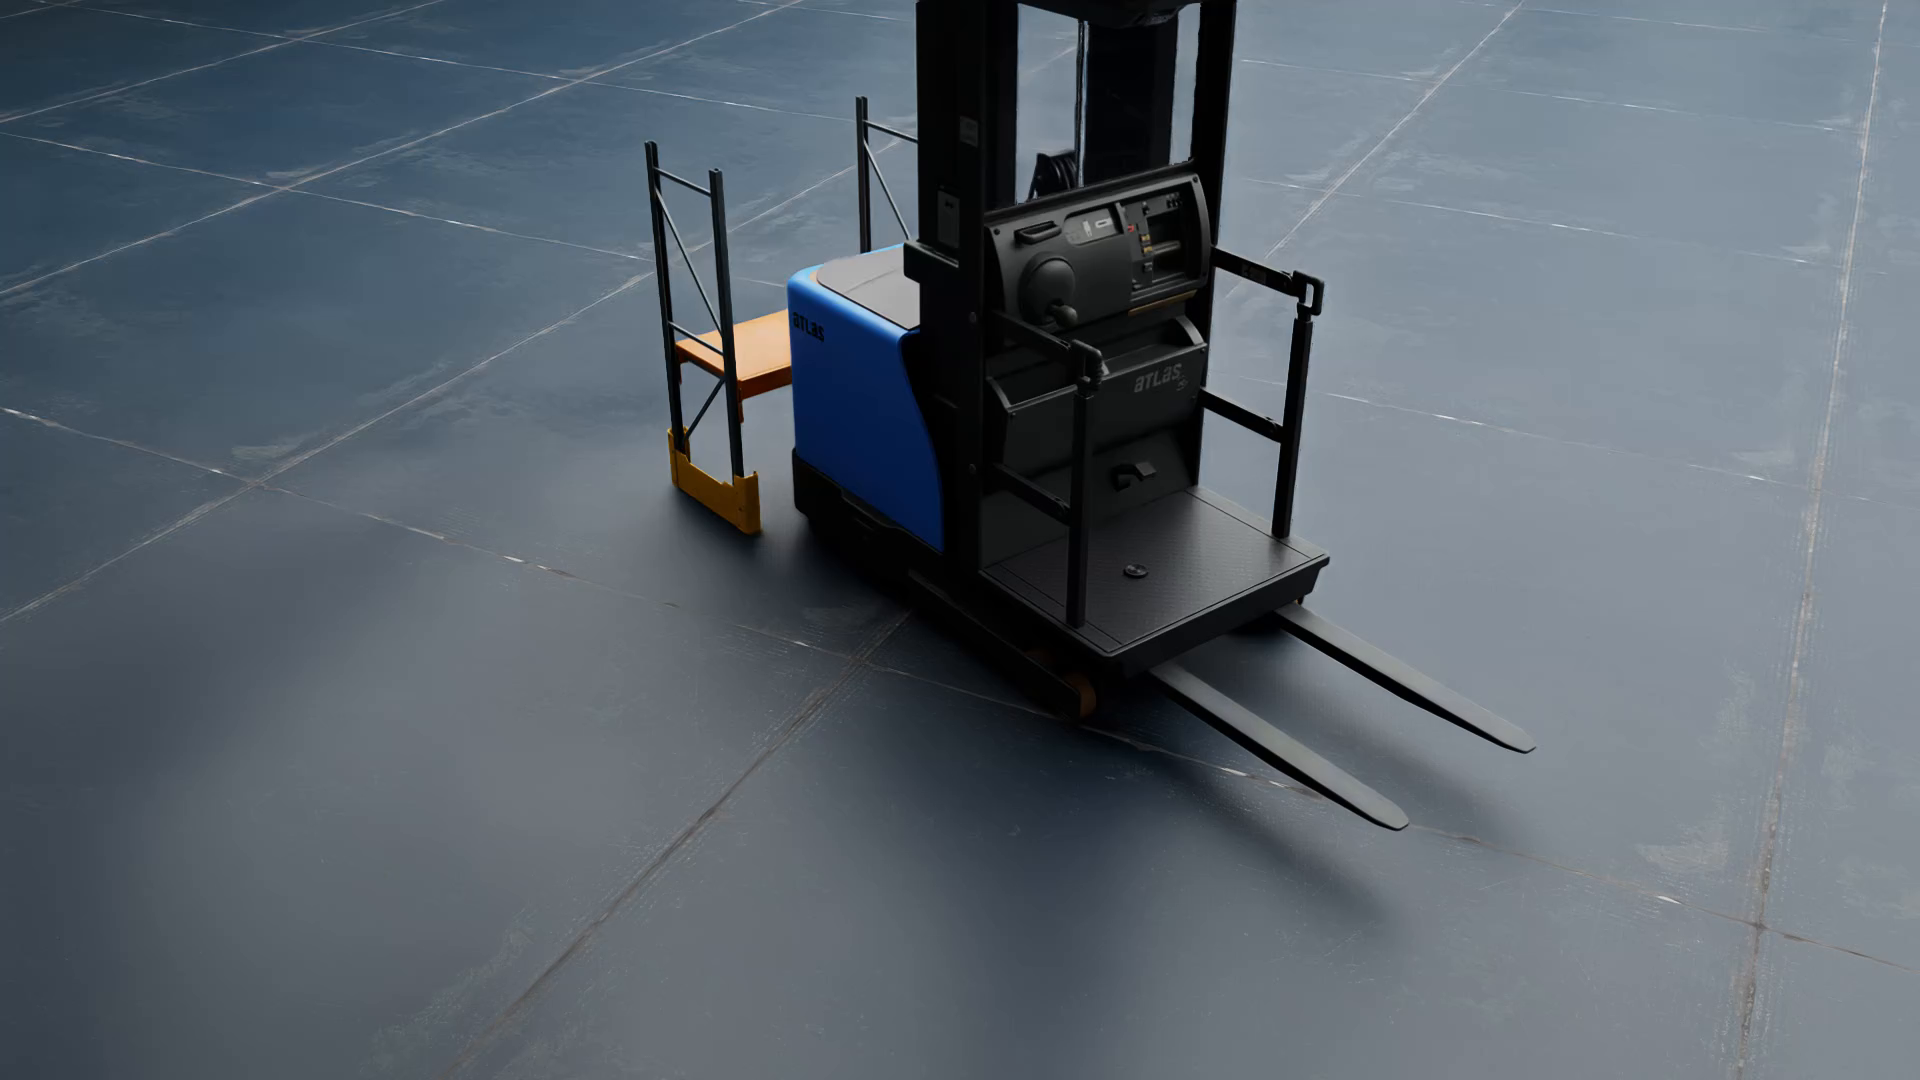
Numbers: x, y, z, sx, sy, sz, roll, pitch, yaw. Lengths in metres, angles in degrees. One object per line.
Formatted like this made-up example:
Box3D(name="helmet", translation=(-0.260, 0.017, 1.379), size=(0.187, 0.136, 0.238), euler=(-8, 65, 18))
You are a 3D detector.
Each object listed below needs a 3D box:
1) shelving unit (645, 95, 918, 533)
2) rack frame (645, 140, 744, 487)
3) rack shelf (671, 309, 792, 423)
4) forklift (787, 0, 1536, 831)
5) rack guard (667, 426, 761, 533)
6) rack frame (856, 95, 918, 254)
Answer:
Box3D(name="shelving unit", translation=(-0.649, -0.960, 6.916), size=(1.083, 1.500, 0.587), euler=(-23, 37, -34))
Box3D(name="rack frame", translation=(-1.045, -0.795, 6.628), size=(0.032, 1.500, 0.500), euler=(-23, 37, -34))
Box3D(name="rack shelf", translation=(-0.656, -0.801, 7.001), size=(1.000, 0.185, 0.538), euler=(-23, 37, -34))
Box3D(name="forklift", translation=(0.613, -0.932, 5.430), size=(1.130, 2.935, 3.031), euler=(-21, 36, -32))
Box3D(name="rack guard", translation=(-1.030, -0.259, 6.950), size=(0.087, 0.250, 0.587), euler=(-23, 37, -34))
Box3D(name="rack frame", translation=(-0.267, -1.120, 7.195), size=(0.032, 1.500, 0.500), euler=(-23, 37, -34))
